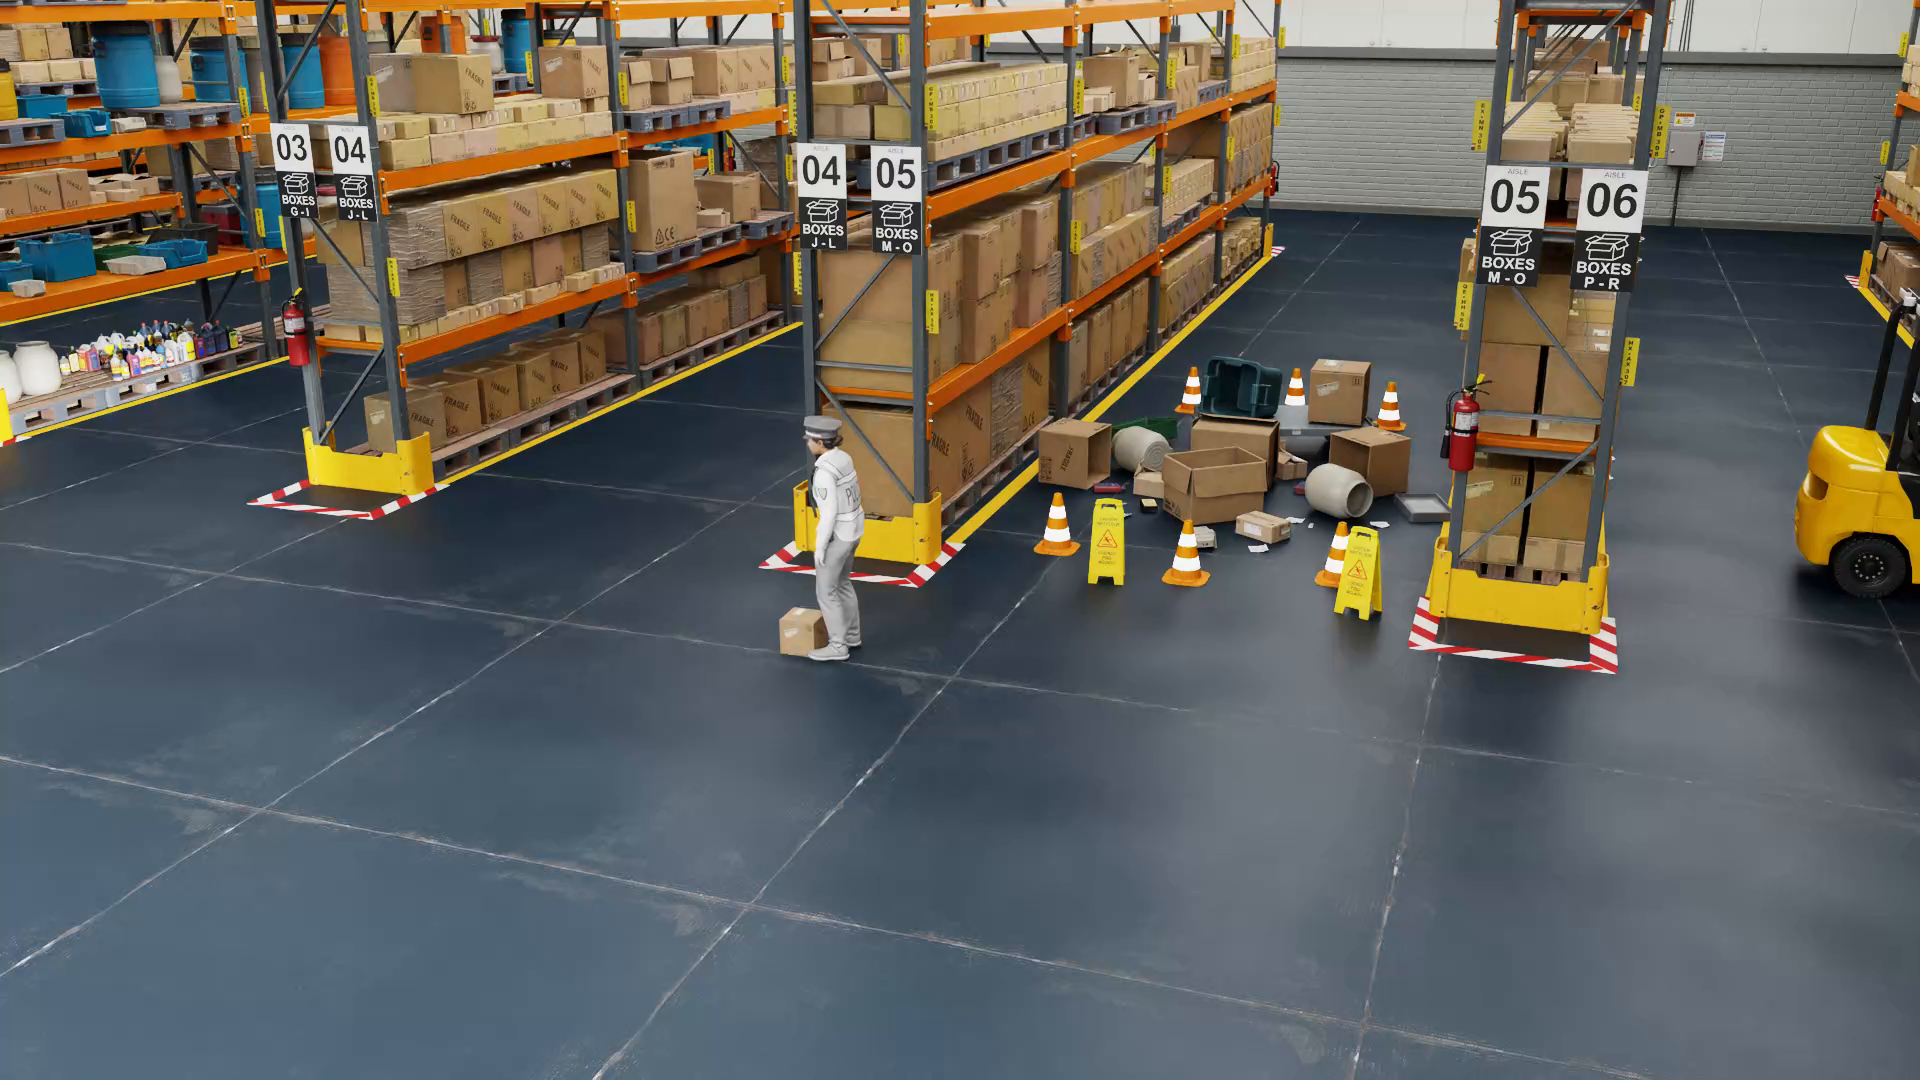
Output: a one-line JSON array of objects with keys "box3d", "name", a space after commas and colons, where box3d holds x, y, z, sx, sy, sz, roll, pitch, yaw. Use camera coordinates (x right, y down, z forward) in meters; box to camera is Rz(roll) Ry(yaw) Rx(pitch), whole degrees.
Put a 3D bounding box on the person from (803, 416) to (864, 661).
[{"box3d": [-0.839, -0.007, 11.092, 0.374, 1.653, 0.539, 5, 19, 15], "name": "person"}]
